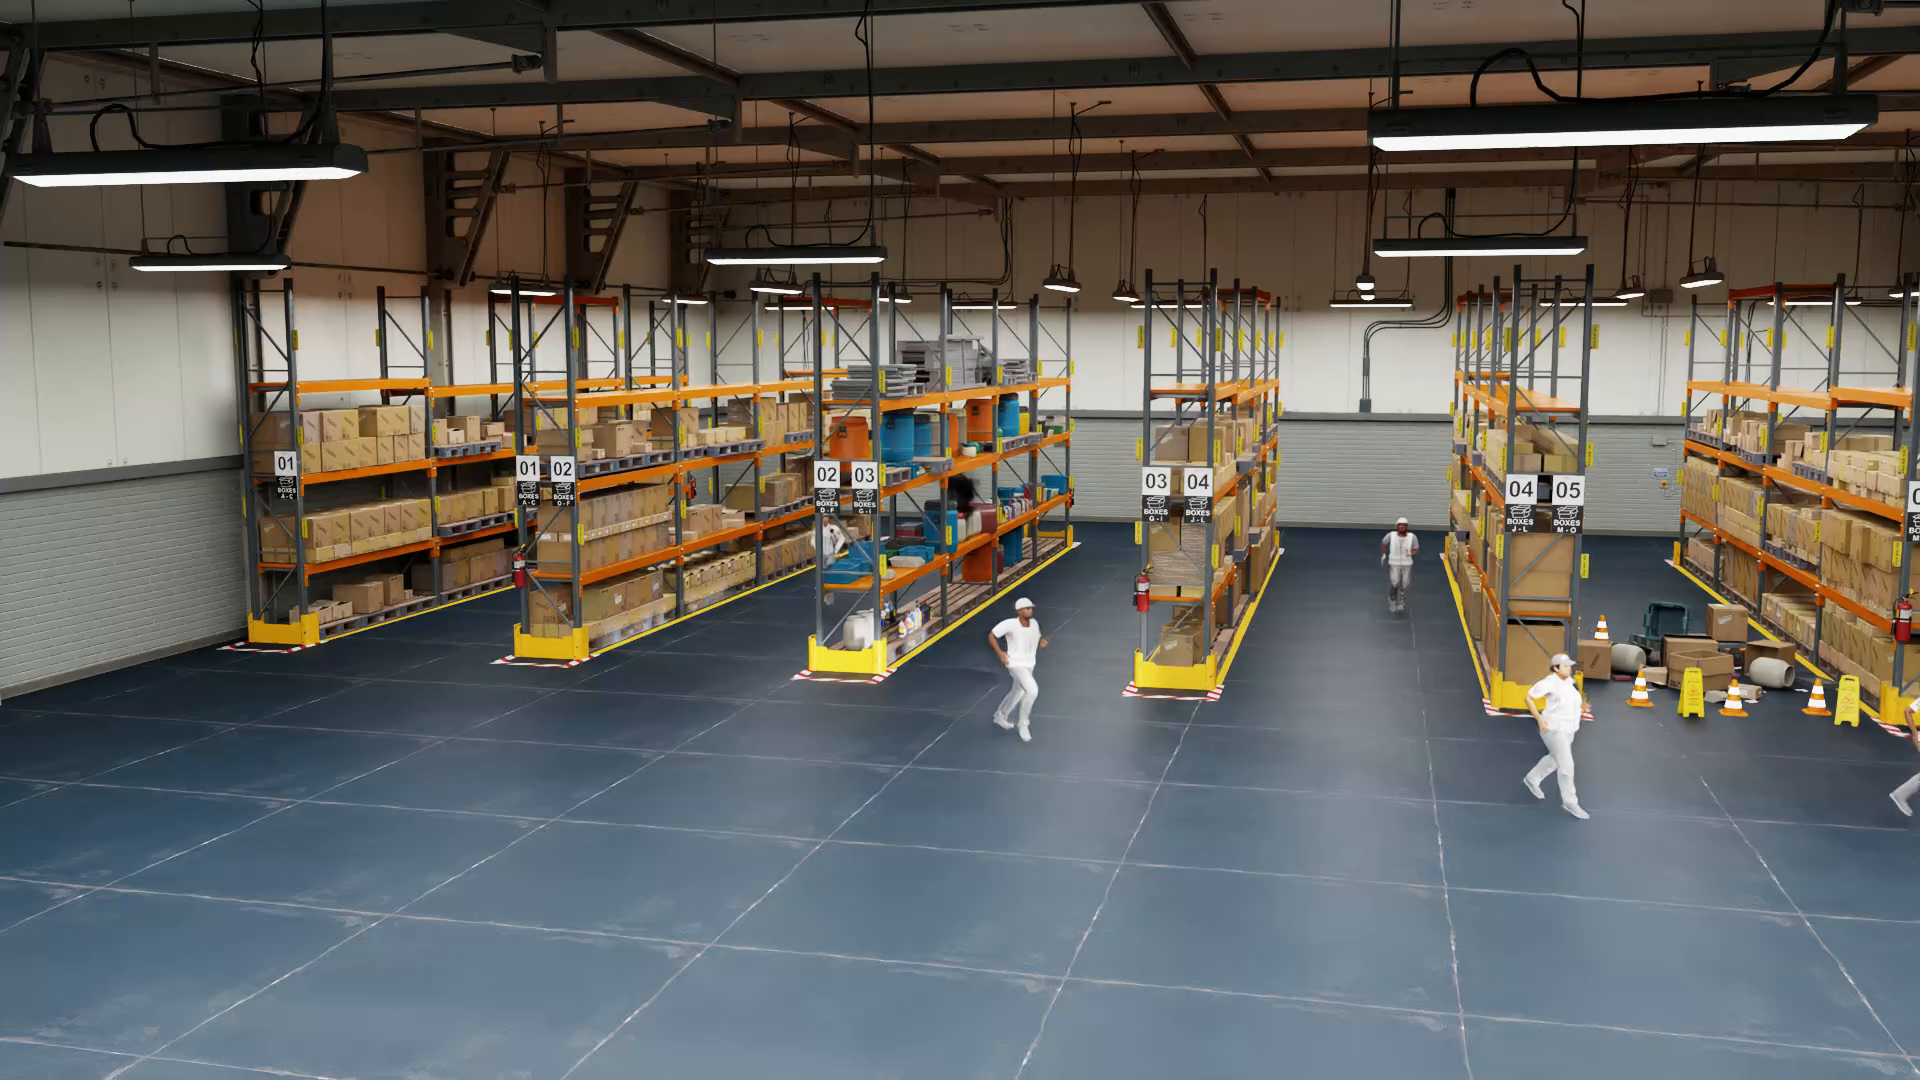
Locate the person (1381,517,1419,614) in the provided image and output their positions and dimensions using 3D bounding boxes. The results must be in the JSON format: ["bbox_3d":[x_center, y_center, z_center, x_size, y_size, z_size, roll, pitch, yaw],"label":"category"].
[{"bbox_3d":[8.062,0.473,30.449,0.662,1.768,0.683,1,7,8],"label":"person"}]

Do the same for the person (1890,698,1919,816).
[{"bbox_3d":[9.997,2.106,17.009,0.567,1.696,0.924,-4,8,-31],"label":"person"}]

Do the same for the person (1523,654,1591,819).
[{"bbox_3d":[6.381,2.043,17.744,0.595,1.685,0.903,-5,9,-37],"label":"person"}]

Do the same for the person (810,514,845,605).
[{"bbox_3d":[-2.406,0.316,29.886,0.597,1.737,0.599,1,7,7],"label":"person"}]

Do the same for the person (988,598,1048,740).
[{"bbox_3d":[0.754,1.618,21.126,0.796,1.803,0.674,6,9,39],"label":"person"}]
